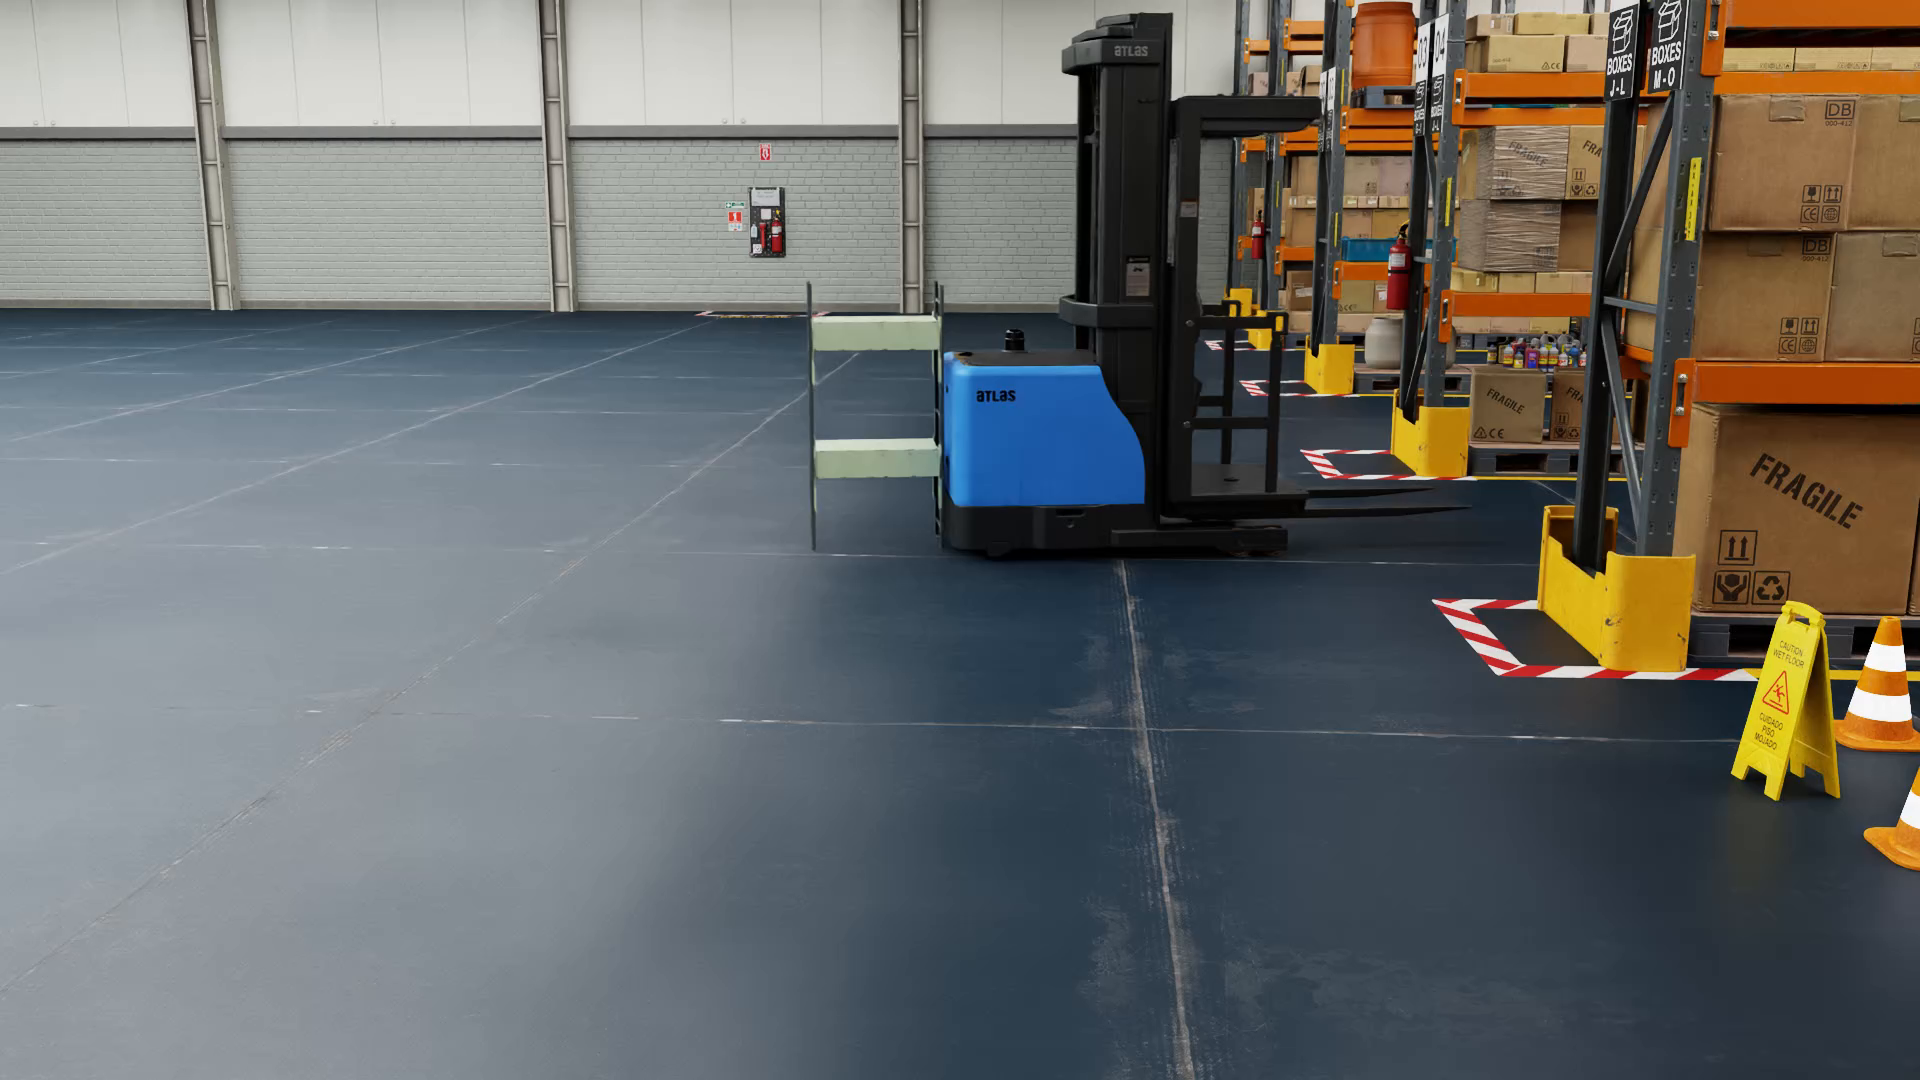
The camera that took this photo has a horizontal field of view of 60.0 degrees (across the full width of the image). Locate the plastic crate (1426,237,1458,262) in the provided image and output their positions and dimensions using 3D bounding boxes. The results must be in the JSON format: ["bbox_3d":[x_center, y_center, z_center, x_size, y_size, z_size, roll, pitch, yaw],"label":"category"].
[{"bbox_3d":[4.928,-3.021,17.245,0.408,0.251,0.499,1,12,4],"label":"plastic crate"}]

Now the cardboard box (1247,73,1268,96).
[{"bbox_3d":[4.791,-7.035,26.010,0.500,0.500,0.500,0,12,0],"label":"cardboard box"}]

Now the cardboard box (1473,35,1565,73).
[{"bbox_3d":[3.893,-3.373,11.606,0.500,0.250,0.500,1,12,5],"label":"cardboard box"}]

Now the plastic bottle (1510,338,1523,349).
[{"bbox_3d":[5.872,-1.987,17.517,0.135,0.276,0.152,1,12,4],"label":"plastic bottle"}]

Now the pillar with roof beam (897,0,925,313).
[{"bbox_3d":[-1.095,-7.379,23.067,0.400,9.000,9.100,1,12,4],"label":"pillar with roof beam"}]

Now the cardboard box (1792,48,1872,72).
[{"bbox_3d":[5.919,-3.345,11.475,0.500,0.250,0.500,1,12,3],"label":"cardboard box"}]

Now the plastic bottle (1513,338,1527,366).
[{"bbox_3d":[5.866,-1.969,17.412,0.133,0.283,0.061,1,12,4],"label":"plastic bottle"}]

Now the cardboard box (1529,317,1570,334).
[{"bbox_3d":[7.609,-2.828,21.650,0.500,0.250,0.500,1,12,4],"label":"cardboard box"}]

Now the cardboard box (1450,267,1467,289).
[{"bbox_3d":[3.728,-1.953,12.390,0.250,0.149,0.380,1,12,4],"label":"cardboard box"}]

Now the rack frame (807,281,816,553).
[{"bbox_3d":[-0.847,-0.704,9.471,0.023,1.500,0.400,-1,12,-6],"label":"rack frame"}]

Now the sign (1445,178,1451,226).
[{"bbox_3d":[3.394,-2.350,11.563,0.005,0.325,0.100,1,12,4],"label":"sign"}]

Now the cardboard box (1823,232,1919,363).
[{"bbox_3d":[3.921,-1.100,7.334,0.550,0.550,0.875,1,12,4],"label":"cardboard box"}]

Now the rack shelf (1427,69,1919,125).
[{"bbox_3d":[5.425,-3.126,11.817,4.000,0.370,1.077,1,12,4],"label":"rack shelf"}]

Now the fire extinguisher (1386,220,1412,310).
[{"bbox_3d":[3.347,-2.095,12.647,0.183,0.674,0.296,1,12,4],"label":"fire extinguisher"}]

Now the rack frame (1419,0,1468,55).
[{"bbox_3d":[3.430,-4.974,11.567,0.127,3.000,1.000,1,12,4],"label":"rack frame"}]

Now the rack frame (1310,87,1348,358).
[{"bbox_3d":[3.761,-3.049,17.019,0.127,3.000,1.000,1,12,4],"label":"rack frame"}]

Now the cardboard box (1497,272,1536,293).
[{"bbox_3d":[3.947,-1.854,11.921,0.250,0.149,0.380,1,12,4],"label":"cardboard box"}]

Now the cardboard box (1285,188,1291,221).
[{"bbox_3d":[5.372,-5.300,26.264,0.500,0.500,0.500,1,12,4],"label":"cardboard box"}]

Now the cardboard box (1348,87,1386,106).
[{"bbox_3d":[5.262,-5.768,21.689,0.500,0.250,0.500,1,12,4],"label":"cardboard box"}]

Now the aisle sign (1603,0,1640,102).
[{"bbox_3d":[2.947,-2.360,7.375,0.004,0.787,0.394,1,12,4],"label":"aisle sign"}]

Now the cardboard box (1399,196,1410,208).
[{"bbox_3d":[5.758,-4.361,21.461,0.250,0.149,0.380,1,12,3],"label":"cardboard box"}]

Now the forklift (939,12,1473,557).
[{"bbox_3d":[1.423,-1.445,9.520,3.031,2.935,1.130,-1,12,-6],"label":"forklift"}]

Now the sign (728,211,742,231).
[{"bbox_3d":[-3.815,-5.410,28.218,0.234,0.329,0.001,1,12,4],"label":"sign"}]

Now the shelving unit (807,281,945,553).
[{"bbox_3d":[-0.483,-0.712,9.507,0.755,1.500,0.431,-1,12,-6],"label":"shelving unit"}]

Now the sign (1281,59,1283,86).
[{"bbox_3d":[4.053,-5.883,20.910,0.005,0.325,0.100,1,12,4],"label":"sign"}]

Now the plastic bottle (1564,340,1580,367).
[{"bbox_3d":[6.377,-1.950,17.343,0.135,0.276,0.152,1,12,4],"label":"plastic bottle"}]

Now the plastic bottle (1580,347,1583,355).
[{"bbox_3d":[6.505,-1.947,17.510,0.097,0.201,0.097,0,12,0],"label":"plastic bottle"}]

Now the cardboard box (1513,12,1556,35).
[{"bbox_3d":[3.941,-3.553,11.494,0.250,0.149,0.380,1,12,5],"label":"cardboard box"}]

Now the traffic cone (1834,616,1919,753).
[{"bbox_3d":[3.433,0.514,6.182,0.334,0.463,0.336,1,12,4],"label":"traffic cone"}]

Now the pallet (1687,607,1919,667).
[{"bbox_3d":[3.801,0.335,7.654,1.213,0.211,1.003,1,12,4],"label":"pallet"}]

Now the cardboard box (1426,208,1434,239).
[{"bbox_3d":[6.105,-4.080,21.704,0.500,0.500,0.700,1,12,5],"label":"cardboard box"}]

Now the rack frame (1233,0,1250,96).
[{"bbox_3d":[4.423,-8.010,26.080,0.127,3.000,1.000,1,12,4],"label":"rack frame"}]

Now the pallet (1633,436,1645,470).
[{"bbox_3d":[5.528,-0.636,12.292,1.213,0.211,1.003,1,12,4],"label":"pallet"}]

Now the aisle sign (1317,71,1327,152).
[{"bbox_3d":[3.709,-4.383,17.047,0.004,0.787,0.394,1,12,4],"label":"aisle sign"}]

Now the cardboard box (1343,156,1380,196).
[{"bbox_3d":[5.138,-4.729,21.637,0.500,0.500,0.700,0,12,2],"label":"cardboard box"}]

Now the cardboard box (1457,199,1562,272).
[{"bbox_3d":[3.977,-2.219,12.078,0.500,0.500,0.875,1,12,4],"label":"cardboard box"}]

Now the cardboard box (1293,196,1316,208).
[{"bbox_3d":[4.473,-4.378,21.543,0.250,0.149,0.380,1,12,3],"label":"cardboard box"}]

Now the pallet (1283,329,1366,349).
[{"bbox_3d":[4.861,-2.694,22.132,1.213,0.211,1.003,1,12,4],"label":"pallet"}]

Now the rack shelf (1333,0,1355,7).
[{"bbox_3d":[5.756,-5.410,16.388,4.000,0.370,1.077,1,12,4],"label":"rack shelf"}]

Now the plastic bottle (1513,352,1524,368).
[{"bbox_3d":[5.652,-1.805,16.830,0.097,0.201,0.097,0,12,0],"label":"plastic bottle"}]

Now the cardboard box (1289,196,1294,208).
[{"bbox_3d":[4.490,-4.461,21.940,0.250,0.149,0.380,1,12,3],"label":"cardboard box"}]

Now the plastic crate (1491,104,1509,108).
[{"bbox_3d":[5.684,-4.545,16.882,0.575,0.384,0.392,1,12,4],"label":"plastic crate"}]

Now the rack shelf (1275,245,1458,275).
[{"bbox_3d":[6.091,-3.682,21.799,4.000,0.370,1.077,1,12,4],"label":"rack shelf"}]

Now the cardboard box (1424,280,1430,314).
[{"bbox_3d":[6.112,-3.214,21.665,0.500,0.500,0.500,1,12,4],"label":"cardboard box"}]

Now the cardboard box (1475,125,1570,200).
[{"bbox_3d":[3.960,-2.658,11.736,0.500,0.500,0.500,1,12,4],"label":"cardboard box"}]

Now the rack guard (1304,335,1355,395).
[{"bbox_3d":[3.840,-1.834,17.316,0.348,0.500,1.175,1,12,4],"label":"rack guard"}]

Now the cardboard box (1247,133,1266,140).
[{"bbox_3d":[4.740,-6.544,26.109,0.500,0.500,0.500,1,12,5],"label":"cardboard box"}]

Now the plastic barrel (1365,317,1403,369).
[{"bbox_3d":[4.423,-2.044,17.262,0.421,0.512,0.421,0,12,0],"label":"plastic barrel"}]

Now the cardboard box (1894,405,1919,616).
[{"bbox_3d":[4.557,-0.184,7.483,0.875,0.875,0.875,1,12,3],"label":"cardboard box"}]

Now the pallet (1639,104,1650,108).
[{"bbox_3d":[7.026,-4.360,16.421,1.003,0.211,1.213,1,12,4],"label":"pallet"}]

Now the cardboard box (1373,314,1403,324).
[{"bbox_3d":[5.614,-2.855,21.780,0.500,0.250,0.500,1,12,4],"label":"cardboard box"}]

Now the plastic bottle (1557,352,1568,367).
[{"bbox_3d":[6.090,-1.799,16.802,0.097,0.201,0.097,0,12,0],"label":"plastic bottle"}]
